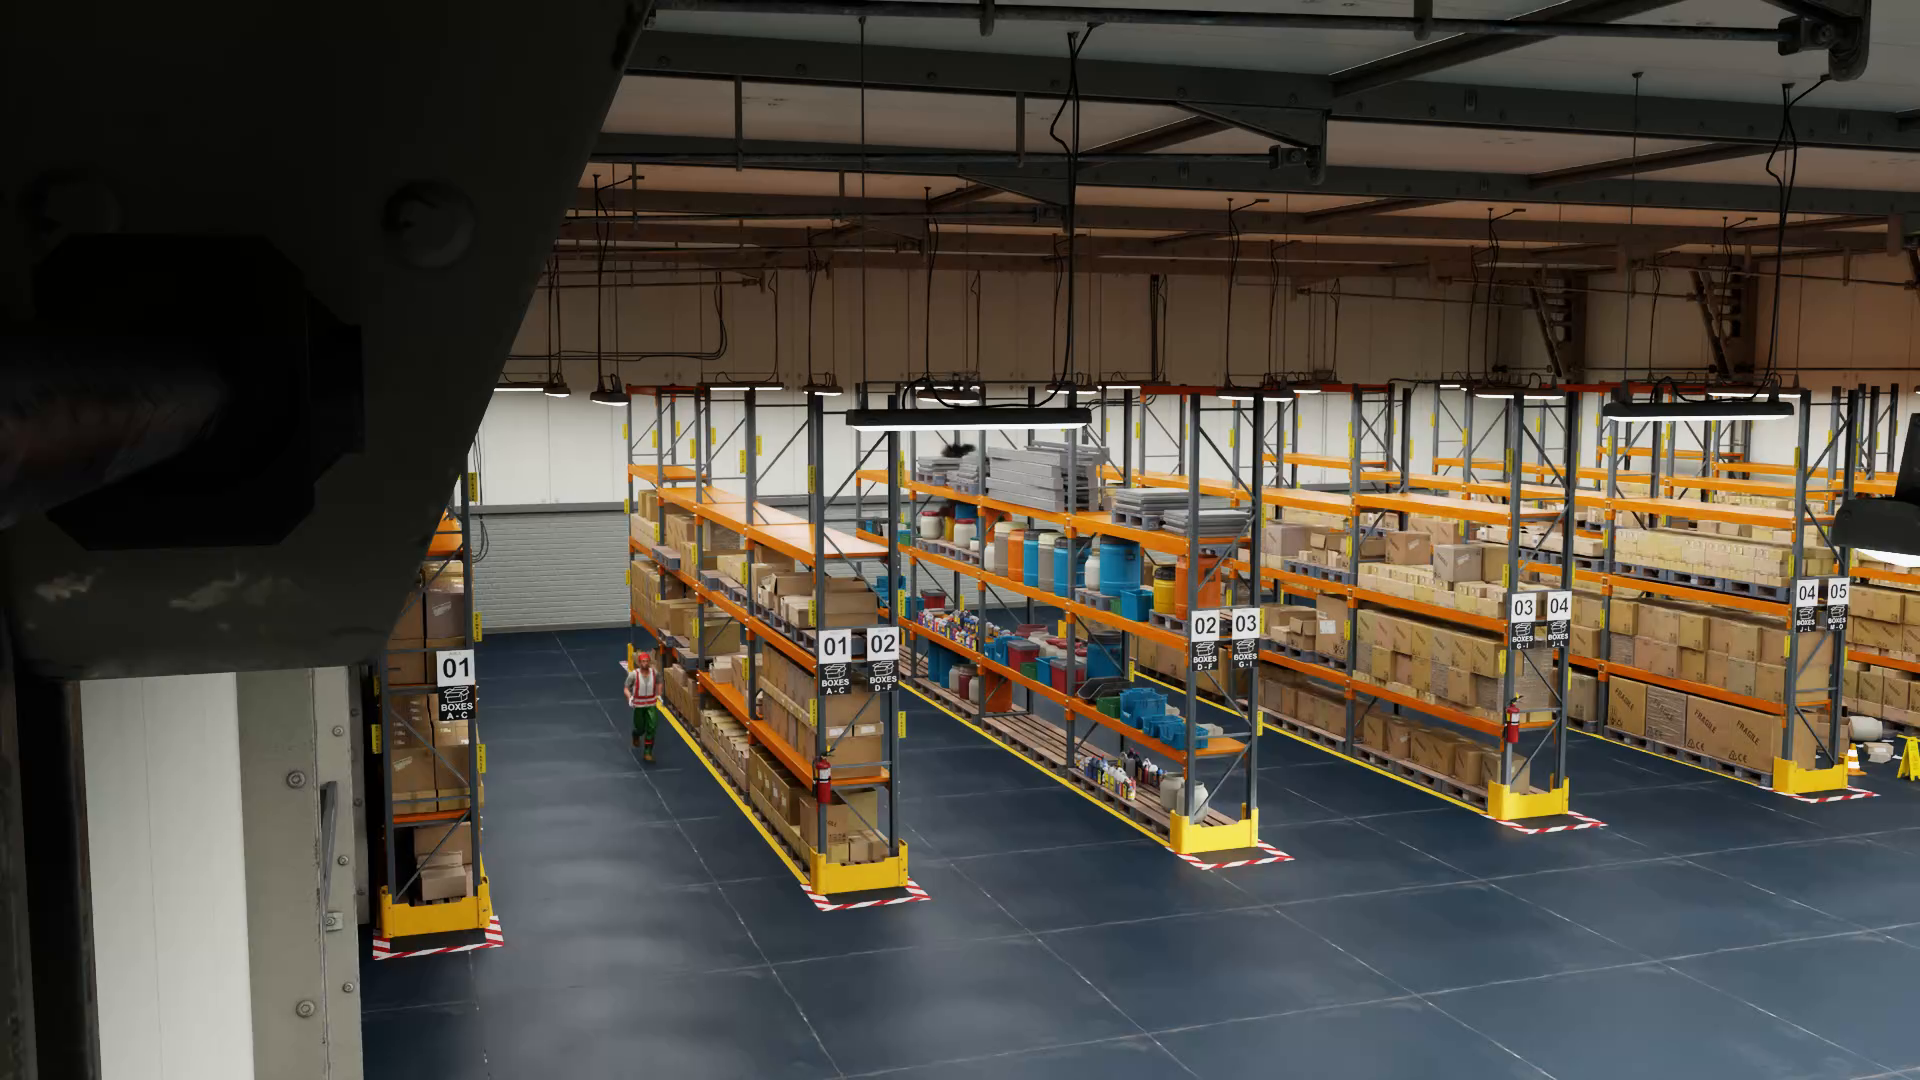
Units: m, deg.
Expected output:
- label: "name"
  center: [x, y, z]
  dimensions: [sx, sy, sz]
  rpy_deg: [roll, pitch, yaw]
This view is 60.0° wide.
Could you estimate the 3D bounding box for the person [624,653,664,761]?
- label: "person"
  center: [-5.136, 2.676, 27.031]
  dimensions: [0.646, 1.748, 0.797]
  rpy_deg: [-3, 6, -23]
